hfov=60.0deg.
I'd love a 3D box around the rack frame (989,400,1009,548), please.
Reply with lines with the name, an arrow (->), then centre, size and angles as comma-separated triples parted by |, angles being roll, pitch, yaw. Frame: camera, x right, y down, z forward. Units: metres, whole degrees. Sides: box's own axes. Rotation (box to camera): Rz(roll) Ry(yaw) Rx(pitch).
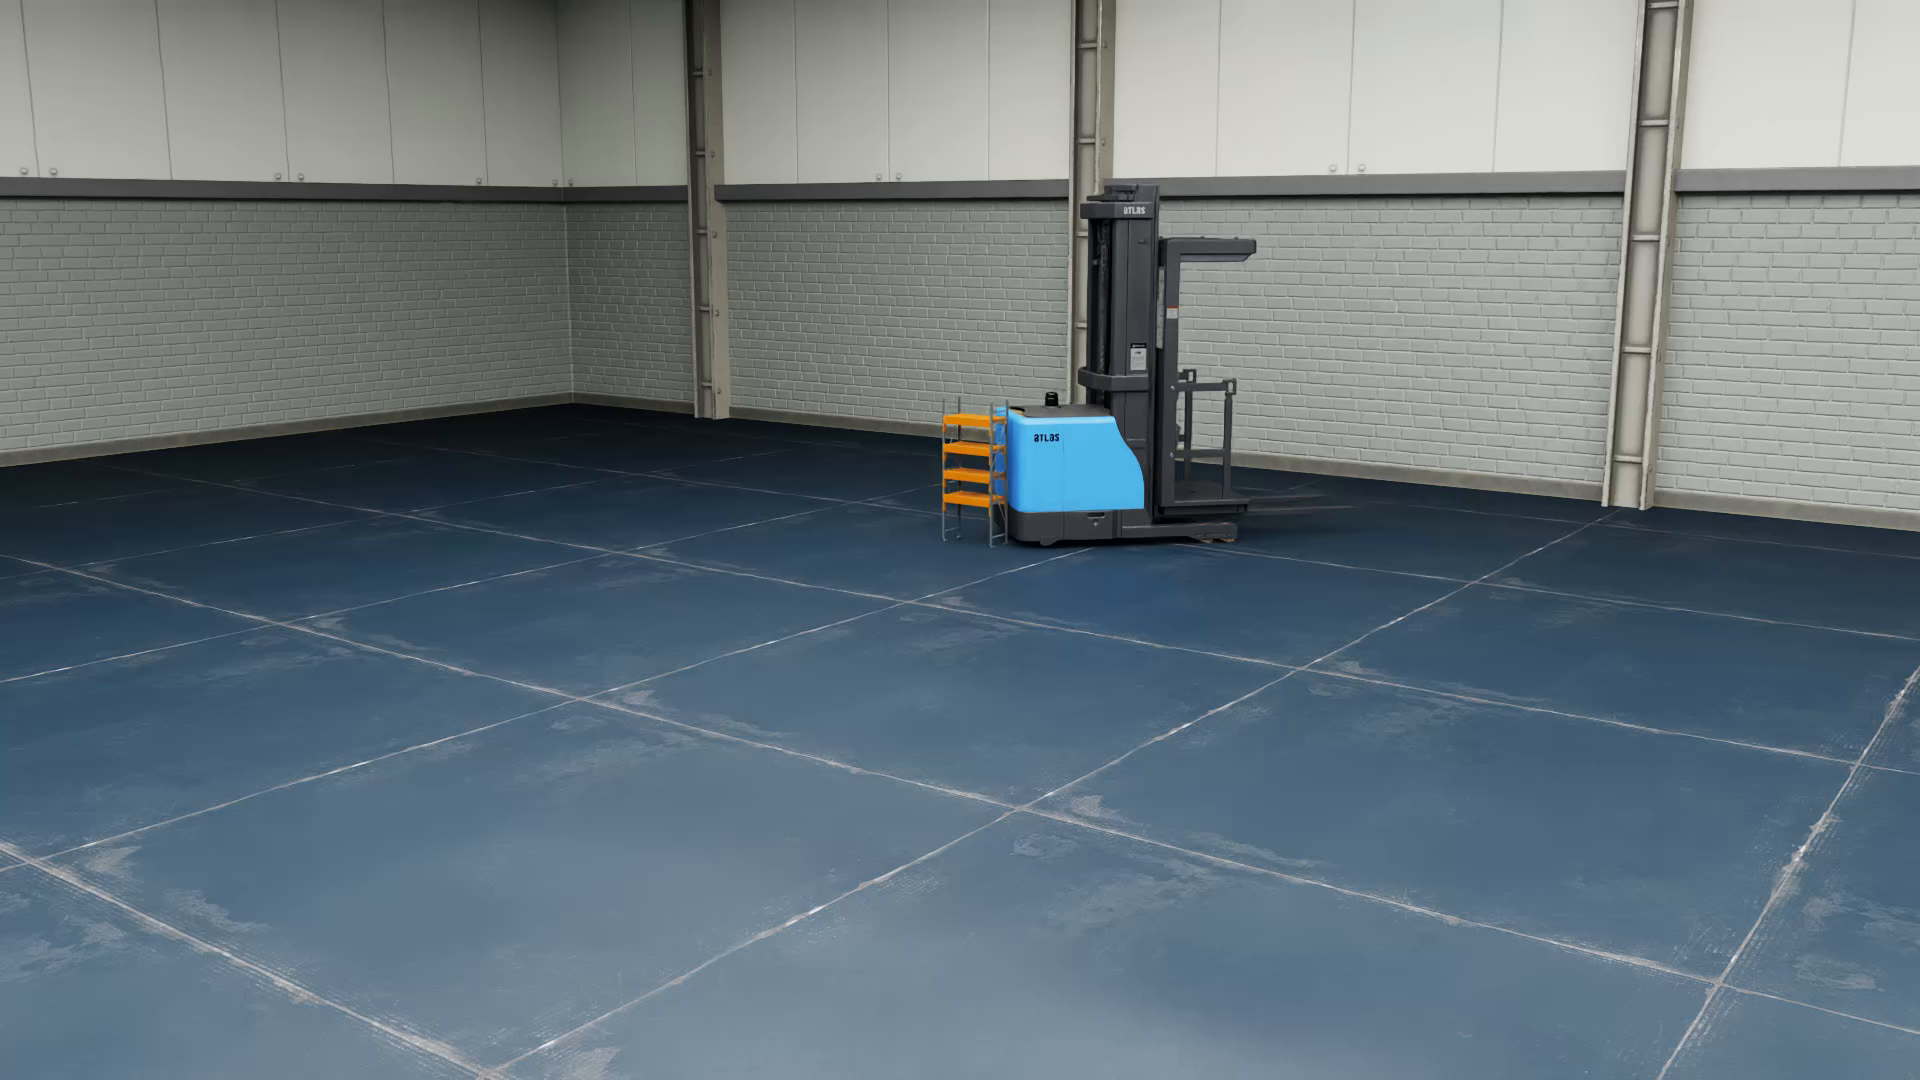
rack frame -> 0.321, -0.543, 13.676 | 0.015, 1.200, 0.240 | 8, 13, 36

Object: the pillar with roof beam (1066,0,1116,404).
pillar with roof beam -> -1.084, -4.757, 14.925 | 0.400, 9.000, 9.100 | 8, 13, 36

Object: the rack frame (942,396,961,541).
rack frame -> -0.070, -0.598, 13.962 | 0.015, 1.200, 0.240 | 8, 13, 36

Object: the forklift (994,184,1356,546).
forklift -> 1.862, -1.508, 14.107 | 3.031, 2.935, 1.130 | -2, 11, -11

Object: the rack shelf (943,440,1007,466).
rack shelf -> 0.125, -0.724, 13.790 | 0.480, 0.148, 0.258 | 8, 13, 36

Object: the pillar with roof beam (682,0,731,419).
pillar with roof beam -> -5.920, -5.431, 18.411 | 0.400, 9.000, 9.100 | 8, 13, 36

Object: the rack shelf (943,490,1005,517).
rack shelf -> 0.125, -0.310, 13.869 | 0.480, 0.148, 0.258 | 8, 13, 36

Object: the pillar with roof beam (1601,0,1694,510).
pillar with roof beam -> 3.752, -4.082, 11.438 | 0.400, 9.000, 9.100 | 8, 13, 36

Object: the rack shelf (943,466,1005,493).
rack shelf -> 0.125, -0.505, 13.832 | 0.480, 0.148, 0.258 | 8, 13, 36

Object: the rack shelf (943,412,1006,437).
rack shelf -> 0.126, -0.957, 13.745 | 0.480, 0.148, 0.258 | 8, 13, 36

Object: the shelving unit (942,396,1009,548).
shelving unit -> 0.125, -0.571, 13.819 | 0.503, 1.200, 0.258 | 8, 13, 36
